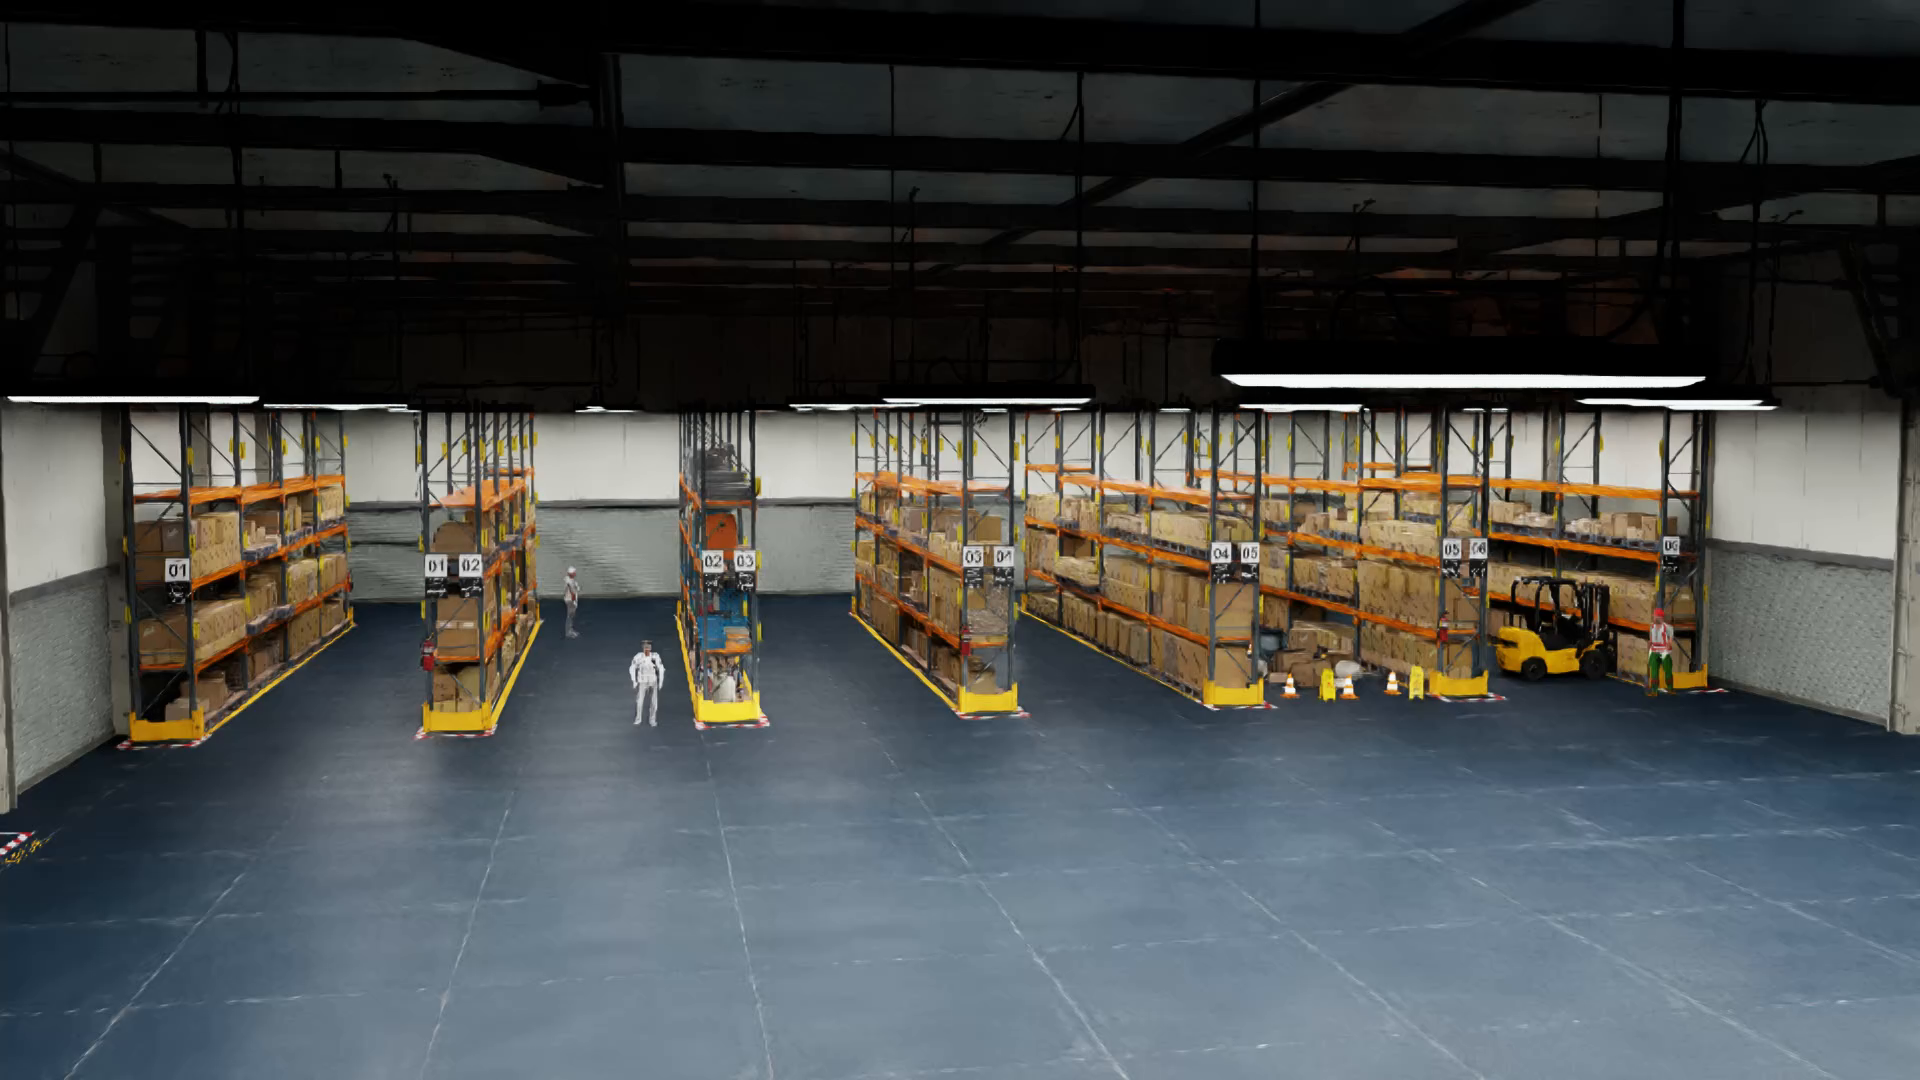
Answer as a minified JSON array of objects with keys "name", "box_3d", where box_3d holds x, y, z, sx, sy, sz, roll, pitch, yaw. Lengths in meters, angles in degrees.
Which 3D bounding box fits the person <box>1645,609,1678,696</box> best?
[{"name":"person","box_3d":[14.265,2.288,33.837,0.712,1.785,0.555,-4,6,-40]}]

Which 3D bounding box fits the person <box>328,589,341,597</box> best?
[{"name":"person","box_3d":[-17.358,1.354,46.090,0.531,1.758,0.718,2,5,21]}]

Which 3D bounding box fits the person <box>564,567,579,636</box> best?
[{"name":"person","box_3d":[-10.021,1.574,42.938,0.409,1.784,0.658,-2,5,-22]}]

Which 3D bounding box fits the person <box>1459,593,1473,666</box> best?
[{"name":"person","box_3d":[11.418,2.022,37.826,0.544,1.667,0.573,2,5,21]}]

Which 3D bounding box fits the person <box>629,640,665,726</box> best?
[{"name":"person","box_3d":[-5.743,2.611,30.524,0.633,1.633,0.507,-1,4,-12]}]
